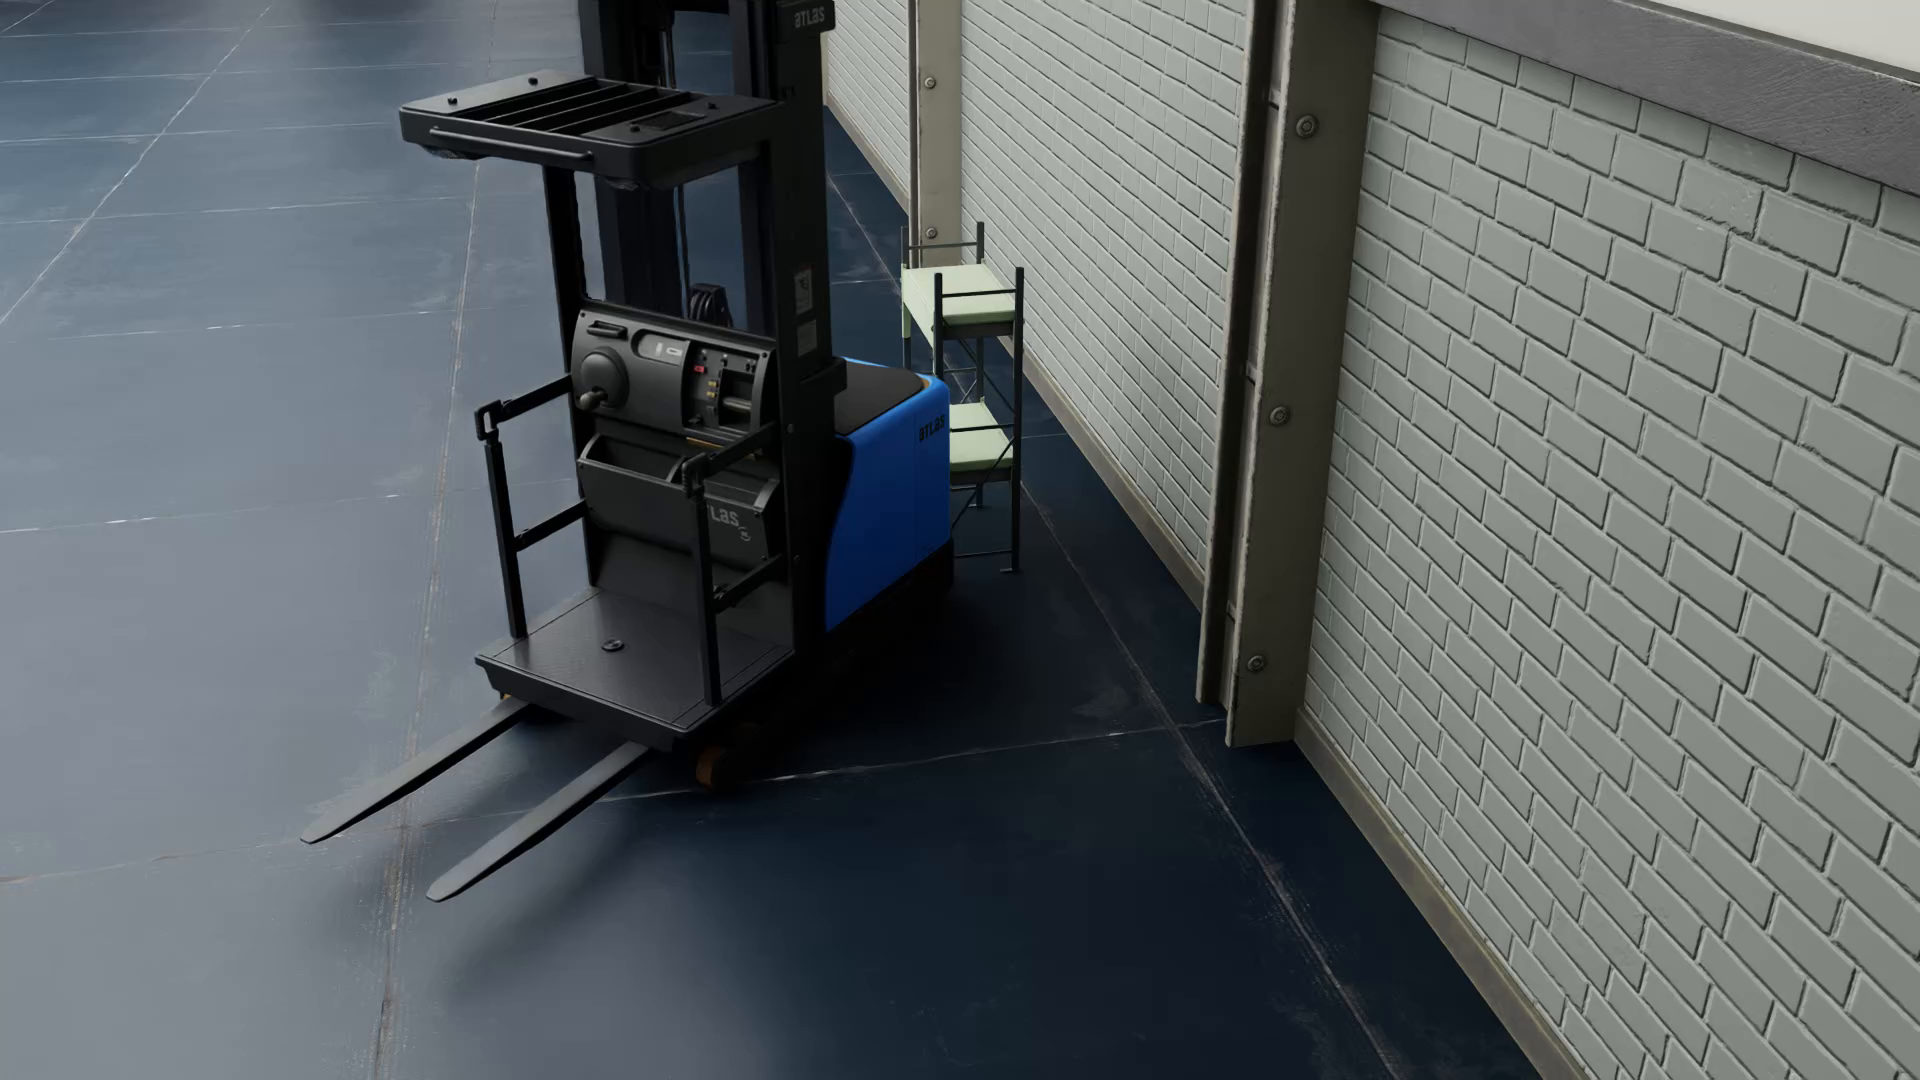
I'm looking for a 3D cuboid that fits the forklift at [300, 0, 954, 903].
[{"bbox_3d":[-1.215,-0.593,6.172,1.130,2.935,3.031,15,30,27],"label":"forklift"}]

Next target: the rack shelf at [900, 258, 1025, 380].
[{"bbox_3d":[0.002,-1.015,7.730,0.431,0.370,0.720,-6,27,-12],"label":"rack shelf"}]

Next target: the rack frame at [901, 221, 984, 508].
[{"bbox_3d":[-0.081,-0.827,8.225,0.400,1.500,0.023,-6,27,-12],"label":"rack frame"}]

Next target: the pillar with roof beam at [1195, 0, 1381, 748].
[{"bbox_3d":[-3.017,-2.856,3.921,9.100,9.000,0.400,-6,27,-12],"label":"pillar with roof beam"}]

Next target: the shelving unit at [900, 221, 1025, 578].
[{"bbox_3d":[0.002,-0.667,7.906,0.431,1.500,0.755,-6,27,-12],"label":"shelving unit"}]

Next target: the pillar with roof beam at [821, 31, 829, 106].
[{"bbox_3d":[-5.721,-8.124,14.358,9.100,9.000,0.400,-6,27,-12],"label":"pillar with roof beam"}]

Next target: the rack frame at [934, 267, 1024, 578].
[{"bbox_3d":[0.084,-0.506,7.588,0.400,1.500,0.023,-6,27,-12],"label":"rack frame"}]

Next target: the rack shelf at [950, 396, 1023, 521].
[{"bbox_3d":[0.002,-0.376,8.053,0.431,0.370,0.720,-6,27,-12],"label":"rack shelf"}]

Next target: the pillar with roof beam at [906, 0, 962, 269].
[{"bbox_3d":[-4.369,-5.490,9.140,9.100,9.000,0.400,-6,27,-12],"label":"pillar with roof beam"}]
